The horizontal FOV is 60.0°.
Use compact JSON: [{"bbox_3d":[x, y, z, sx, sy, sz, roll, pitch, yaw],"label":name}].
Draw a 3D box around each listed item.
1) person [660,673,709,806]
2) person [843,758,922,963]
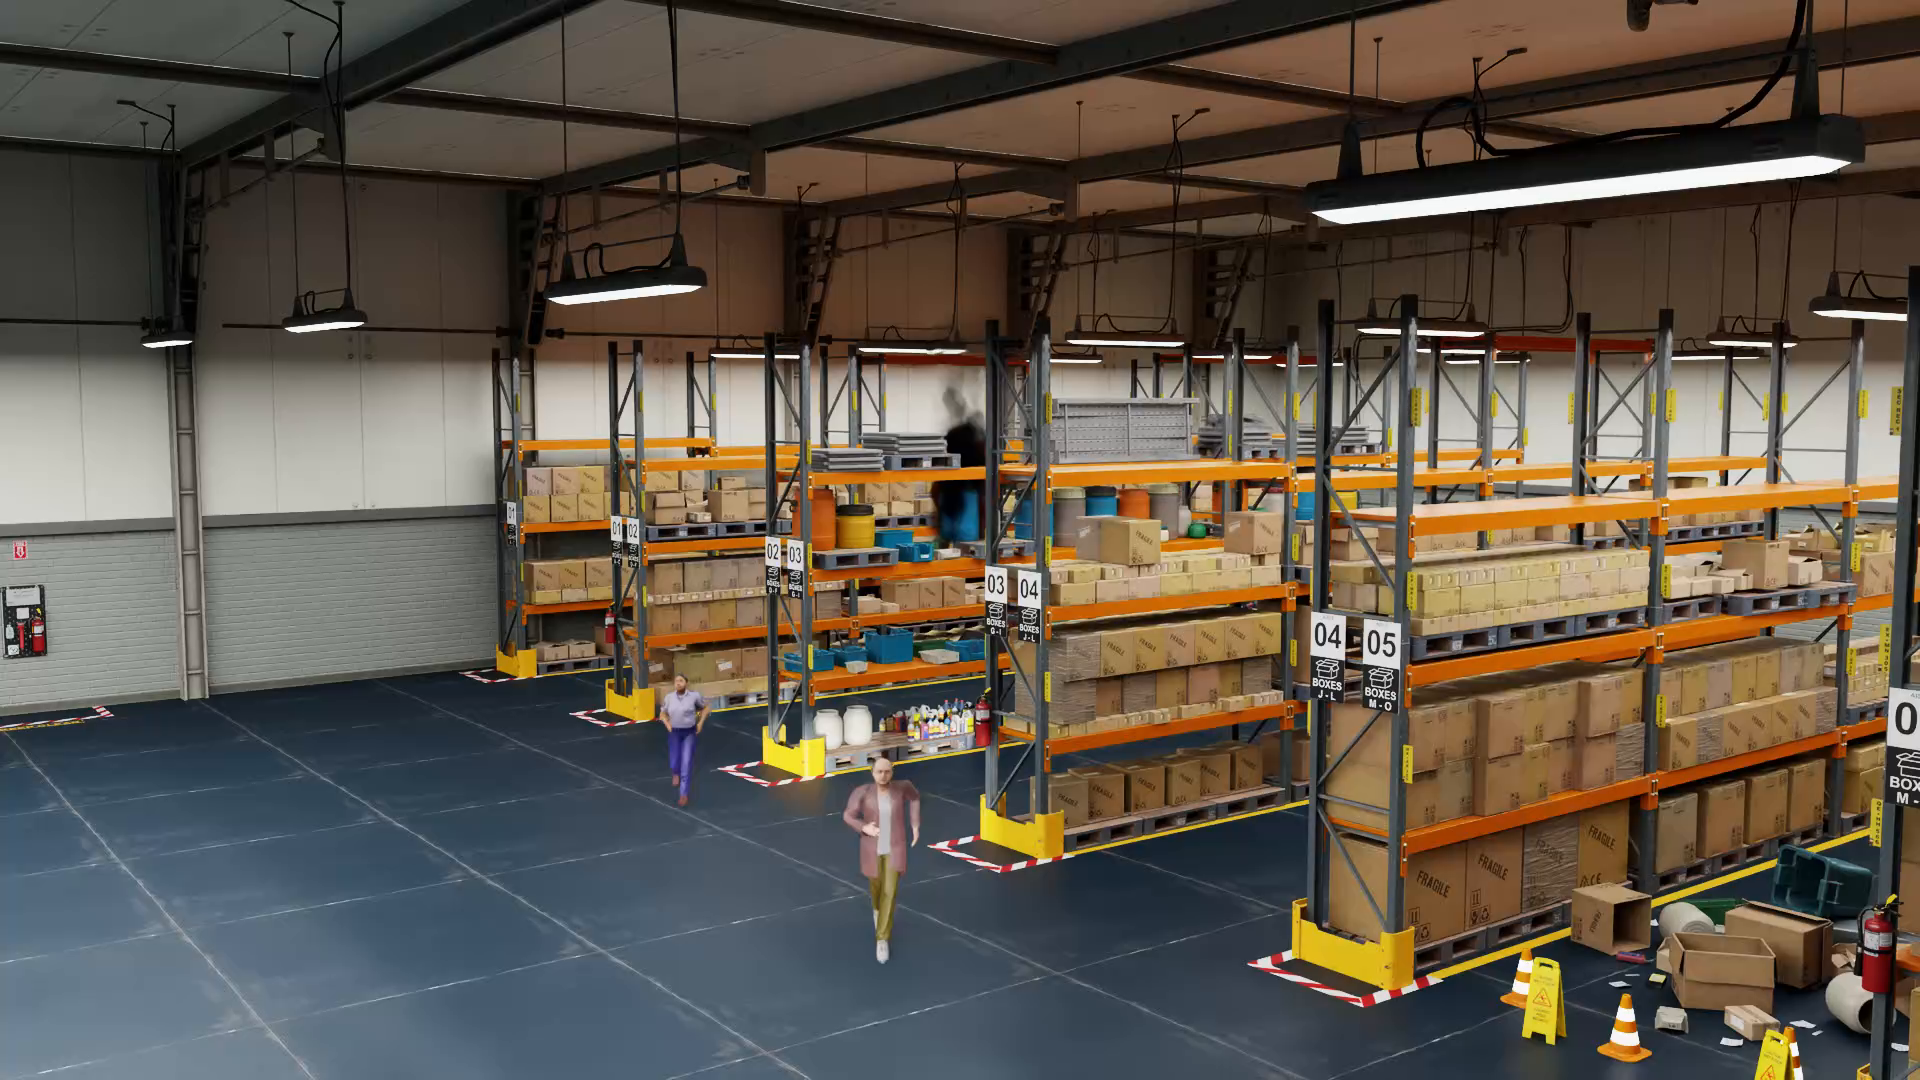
[{"bbox_3d":[-3.516,2.505,21.233,0.615,1.647,0.828,0,5,1],"label":"person"},{"bbox_3d":[-0.723,2.920,15.588,0.740,1.788,1.091,0,5,-4],"label":"person"}]
